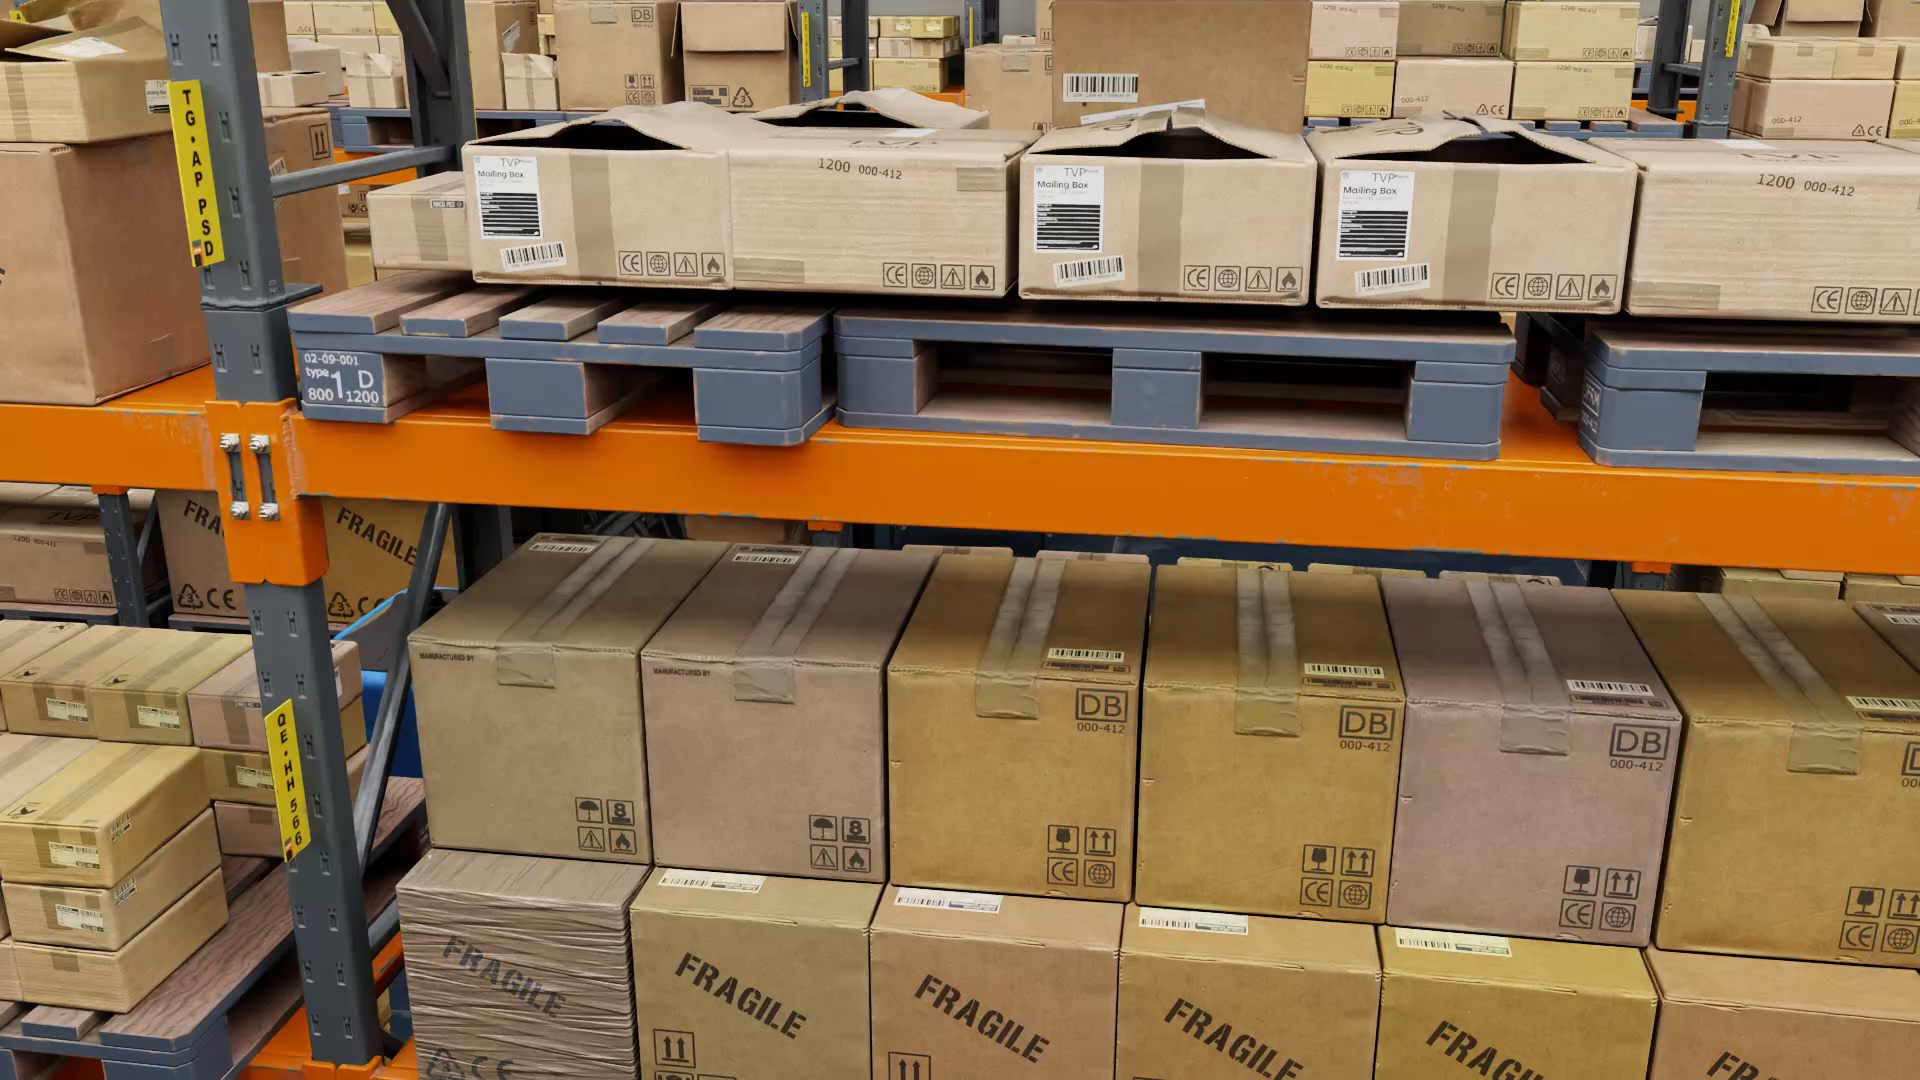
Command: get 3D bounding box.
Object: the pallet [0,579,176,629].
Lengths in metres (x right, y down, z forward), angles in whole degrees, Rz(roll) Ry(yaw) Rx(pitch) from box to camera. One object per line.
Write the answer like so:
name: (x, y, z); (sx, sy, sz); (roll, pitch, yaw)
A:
pallet: (-5.299, 0.336, 9.967); (1.213, 0.211, 1.003); (3, 19, 9)

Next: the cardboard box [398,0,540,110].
cardboard box: (-2.397, -2.389, 8.170); (0.500, 0.500, 0.500); (3, 19, 9)

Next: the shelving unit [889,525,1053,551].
shelving unit: (0.084, -0.707, 11.052); (1.048, 1.500, 0.538); (3, 19, 9)

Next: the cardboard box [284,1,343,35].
cardboard box: (-5.315, -4.209, 13.409); (0.500, 0.250, 0.500); (3, 19, 10)

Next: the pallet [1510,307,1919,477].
pallet: (1.740, -0.328, 3.129); (1.217, 0.209, 0.805); (2, 19, 6)

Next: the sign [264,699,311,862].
sign: (-1.373, 0.492, 3.404); (0.005, 0.325, 0.100); (3, 19, 9)

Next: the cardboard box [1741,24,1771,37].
cardboard box: (5.539, -3.512, 11.737); (0.258, 0.266, 0.396); (2, 19, 7)

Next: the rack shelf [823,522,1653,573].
rack shelf: (1.364, -0.281, 8.548); (4.000, 0.370, 1.077); (3, 19, 9)

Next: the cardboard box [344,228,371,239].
cardboard box: (-3.070, -1.446, 9.164); (0.500, 0.500, 0.500); (3, 19, 10)

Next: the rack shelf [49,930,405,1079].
rack shelf: (-3.271, 1.074, 4.500); (4.000, 0.370, 1.077); (3, 19, 9)

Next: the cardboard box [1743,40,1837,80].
cardboard box: (3.598, -2.084, 7.217); (0.250, 0.149, 0.380); (3, 19, 8)

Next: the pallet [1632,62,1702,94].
pallet: (4.968, -3.422, 12.215); (1.213, 0.211, 1.003); (3, 19, 9)

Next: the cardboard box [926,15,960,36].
cardboard box: (-0.147, -4.064, 13.135); (0.250, 0.149, 0.380); (2, 19, 7)

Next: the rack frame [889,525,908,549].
rack frame: (-0.418, -0.733, 11.129); (0.032, 1.500, 0.500); (3, 19, 9)

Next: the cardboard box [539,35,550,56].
cardboard box: (-3.295, -3.865, 12.977); (0.250, 0.149, 0.380); (3, 19, 9)

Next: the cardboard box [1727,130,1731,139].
cardboard box: (3.699, -1.904, 7.936); (0.250, 0.149, 0.380); (3, 19, 9)

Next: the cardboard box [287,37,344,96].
cardboard box: (-3.657, -2.525, 8.872); (0.500, 0.311, 0.500); (3, 19, 9)

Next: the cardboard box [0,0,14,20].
cardboard box: (-5.108, -2.736, 9.047); (0.500, 0.500, 0.500); (3, 19, 10)

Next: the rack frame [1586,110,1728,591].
rack frame: (3.338, -0.521, 8.133); (0.127, 3.000, 1.000); (3, 19, 9)

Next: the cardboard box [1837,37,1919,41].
cardboard box: (4.197, -2.225, 7.637); (0.250, 0.149, 0.380); (3, 19, 10)

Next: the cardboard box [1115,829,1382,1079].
cardboard box: (0.596, 0.969, 3.521); (0.500, 0.500, 0.500); (3, 19, 8)

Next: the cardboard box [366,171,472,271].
cardboard box: (-0.992, -0.650, 3.366); (0.250, 0.149, 0.380); (2, 19, 6)

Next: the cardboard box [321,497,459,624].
cardboard box: (-3.042, -0.066, 9.460); (0.875, 0.875, 0.875); (3, 19, 10)

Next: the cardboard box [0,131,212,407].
cardboard box: (-1.901, -0.586, 3.441); (0.500, 0.500, 0.500); (3, 19, 9)

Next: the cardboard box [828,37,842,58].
cardboard box: (-0.976, -3.800, 12.813); (0.250, 0.149, 0.380); (3, 19, 9)

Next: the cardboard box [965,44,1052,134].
cardboard box: (0.323, -2.141, 8.091); (0.500, 0.500, 0.700); (3, 19, 9)

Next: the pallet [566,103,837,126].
pallet: (-1.255, -2.071, 8.336); (1.003, 0.211, 1.213); (4, 19, 11)

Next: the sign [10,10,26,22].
sign: (-4.647, -2.455, 8.246); (0.005, 0.325, 0.100); (3, 19, 9)

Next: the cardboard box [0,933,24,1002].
cardboard box: (-2.101, 0.860, 3.741); (0.250, 0.149, 0.380); (3, 19, 9)

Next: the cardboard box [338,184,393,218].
cardboard box: (-5.205, -3.063, 14.315); (0.500, 0.500, 0.500); (2, 19, 7)

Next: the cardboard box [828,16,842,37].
cardboard box: (-0.972, -3.954, 12.804); (0.250, 0.149, 0.380); (3, 19, 8)

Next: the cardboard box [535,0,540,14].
cardboard box: (-3.464, -4.372, 13.371); (0.258, 0.266, 0.396); (3, 19, 8)

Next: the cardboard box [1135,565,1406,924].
cardboard box: (0.656, 0.413, 3.607); (0.500, 0.500, 0.700); (3, 19, 8)

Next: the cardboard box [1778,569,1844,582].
cardboard box: (3.992, 0.060, 7.864); (0.250, 0.149, 0.380); (3, 19, 9)

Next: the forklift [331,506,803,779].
forklift: (-1.065, 0.054, 6.522); (3.031, 2.935, 1.130); (3, 19, 9)

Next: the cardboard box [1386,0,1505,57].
cardboard box: (2.331, -2.486, 8.064); (0.500, 0.250, 0.500); (3, 19, 7)

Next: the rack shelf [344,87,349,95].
rack shelf: (-5.752, -3.661, 13.924); (4.000, 0.370, 1.077); (3, 19, 9)

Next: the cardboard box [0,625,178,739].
cardboard box: (-2.229, 0.361, 4.293); (0.250, 0.149, 0.380); (3, 19, 8)

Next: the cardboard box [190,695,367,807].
cardboard box: (-1.742, 0.525, 4.271); (0.250, 0.149, 0.380); (4, 19, 11)

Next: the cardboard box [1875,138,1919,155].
cardboard box: (1.930, -0.549, 2.905); (0.500, 0.250, 0.500); (3, 19, 9)

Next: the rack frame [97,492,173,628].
rack frame: (-4.560, -0.924, 9.336); (0.127, 3.000, 1.000); (3, 19, 9)

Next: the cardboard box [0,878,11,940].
cardboard box: (-2.120, 0.717, 3.697); (0.250, 0.149, 0.380); (4, 19, 11)

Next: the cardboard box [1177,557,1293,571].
cardboard box: (1.423, 0.431, 8.768); (0.625, 0.372, 0.950); (4, 19, 10)
